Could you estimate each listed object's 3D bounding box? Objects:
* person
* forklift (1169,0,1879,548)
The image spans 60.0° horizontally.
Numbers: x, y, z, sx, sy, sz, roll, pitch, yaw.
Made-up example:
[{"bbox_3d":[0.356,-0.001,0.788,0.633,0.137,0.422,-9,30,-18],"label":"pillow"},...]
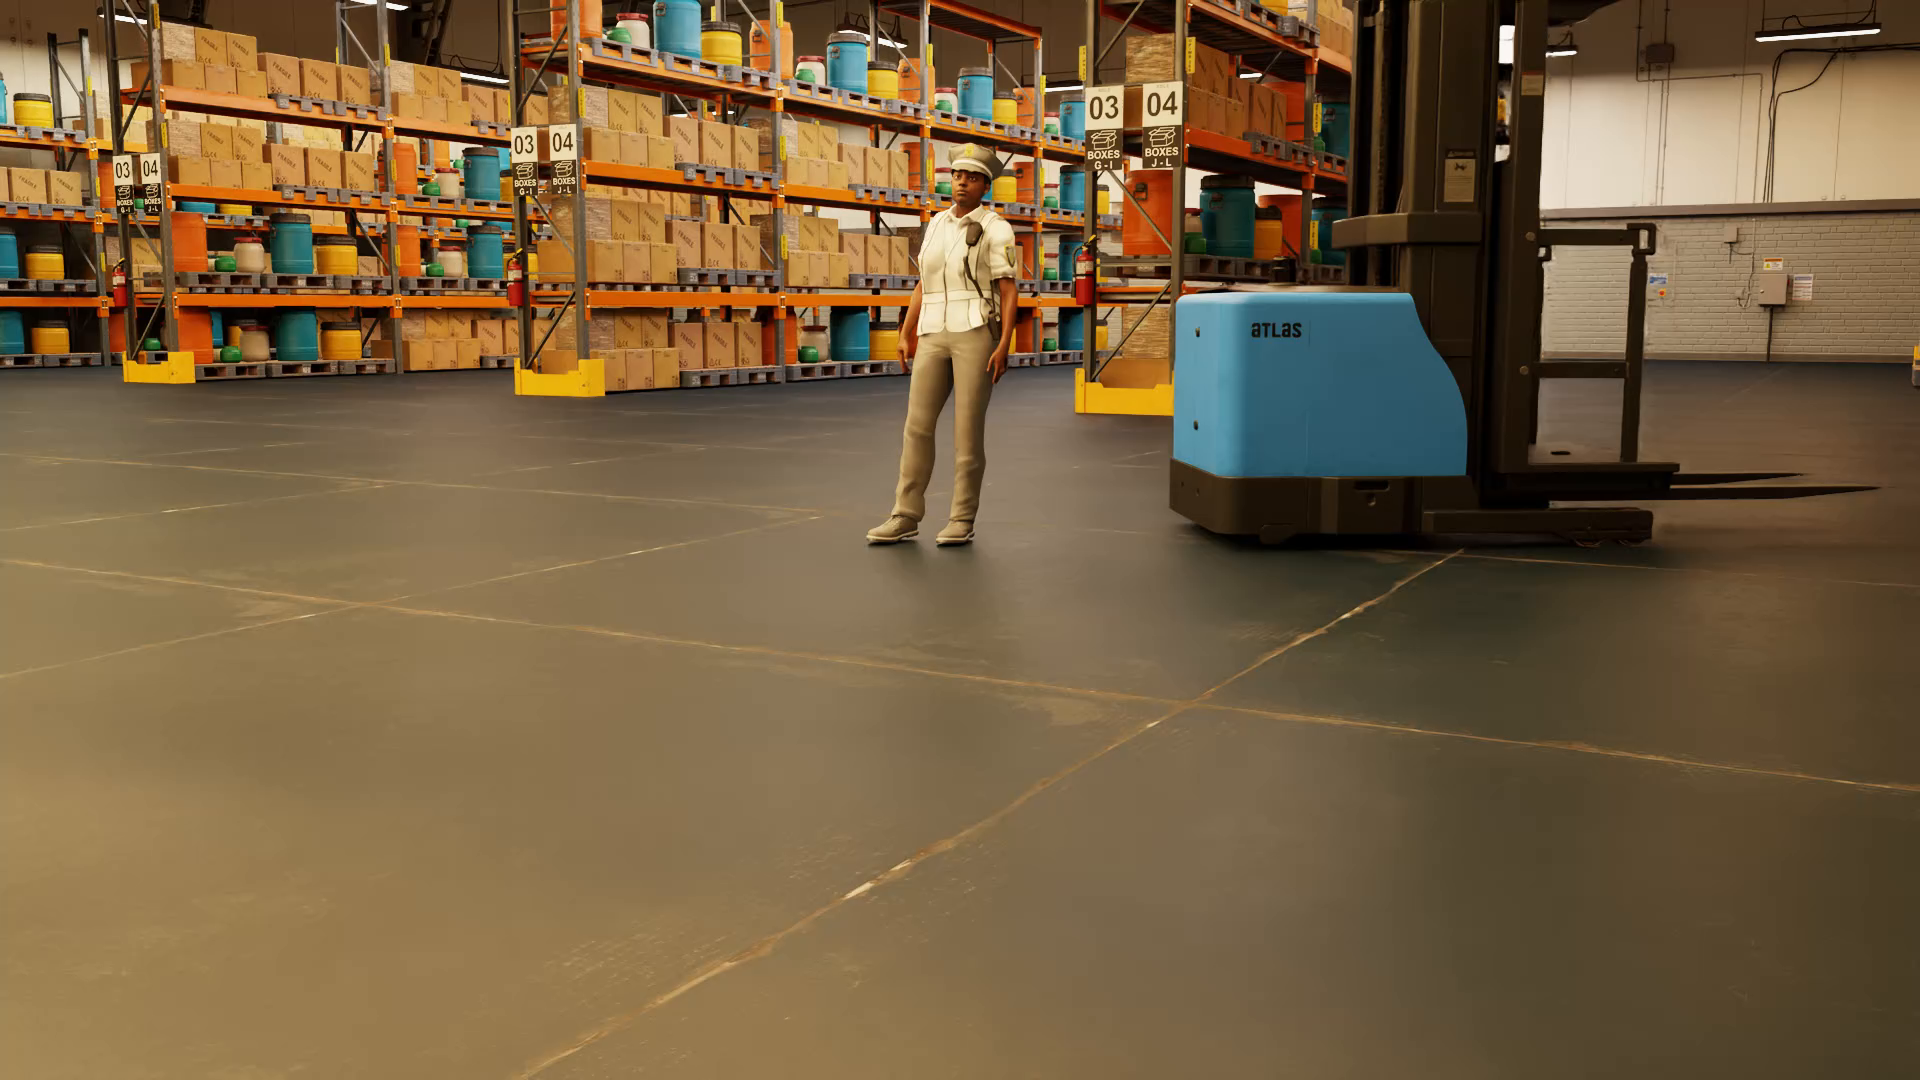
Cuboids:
[{"bbox_3d":[-0.054,-0.839,7.141,0.570,1.697,0.528,4,9,29],"label":"person"},{"bbox_3d":[2.538,-1.490,7.392,3.031,2.935,1.130,-1,8,-5],"label":"forklift"}]
